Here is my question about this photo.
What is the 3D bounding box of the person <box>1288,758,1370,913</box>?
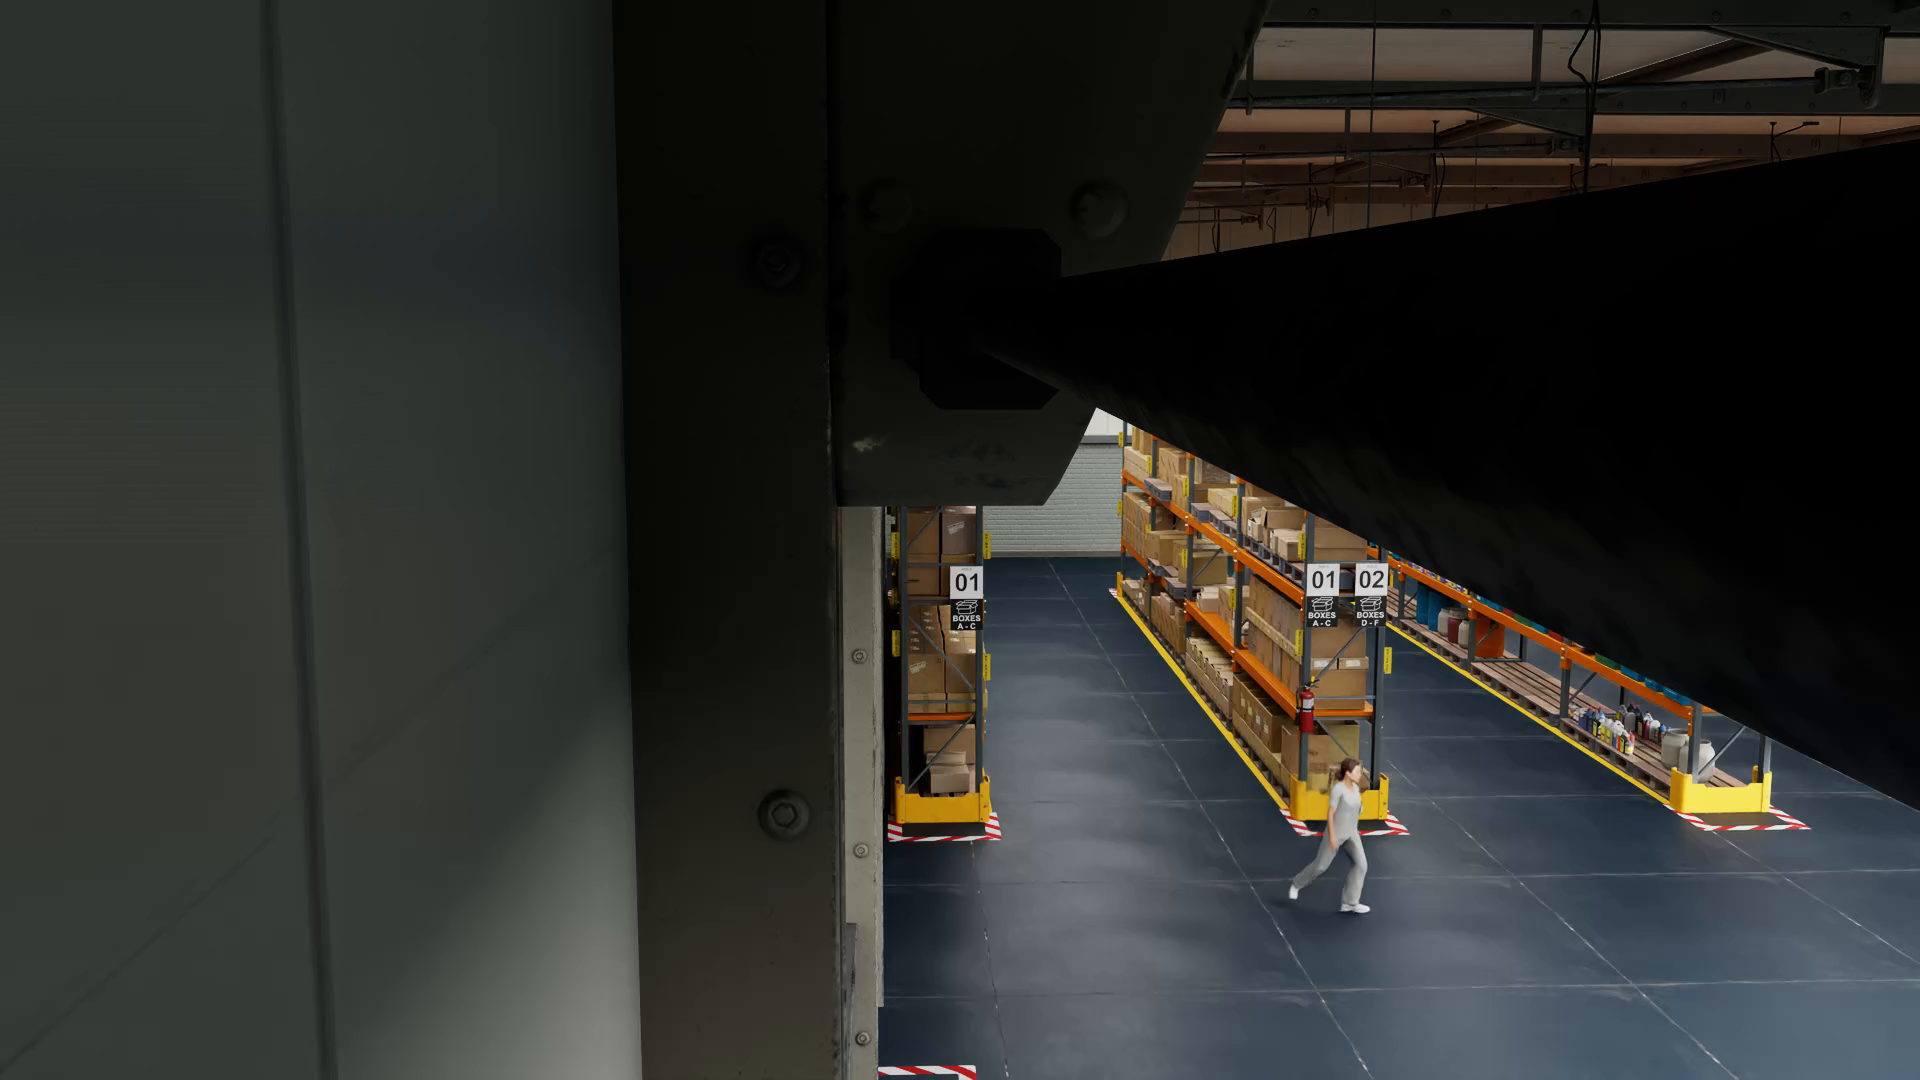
[{"bbox_3d":[3.897,3.075,17.488,0.584,1.620,0.832,-6,10,-36],"label":"person"}]
